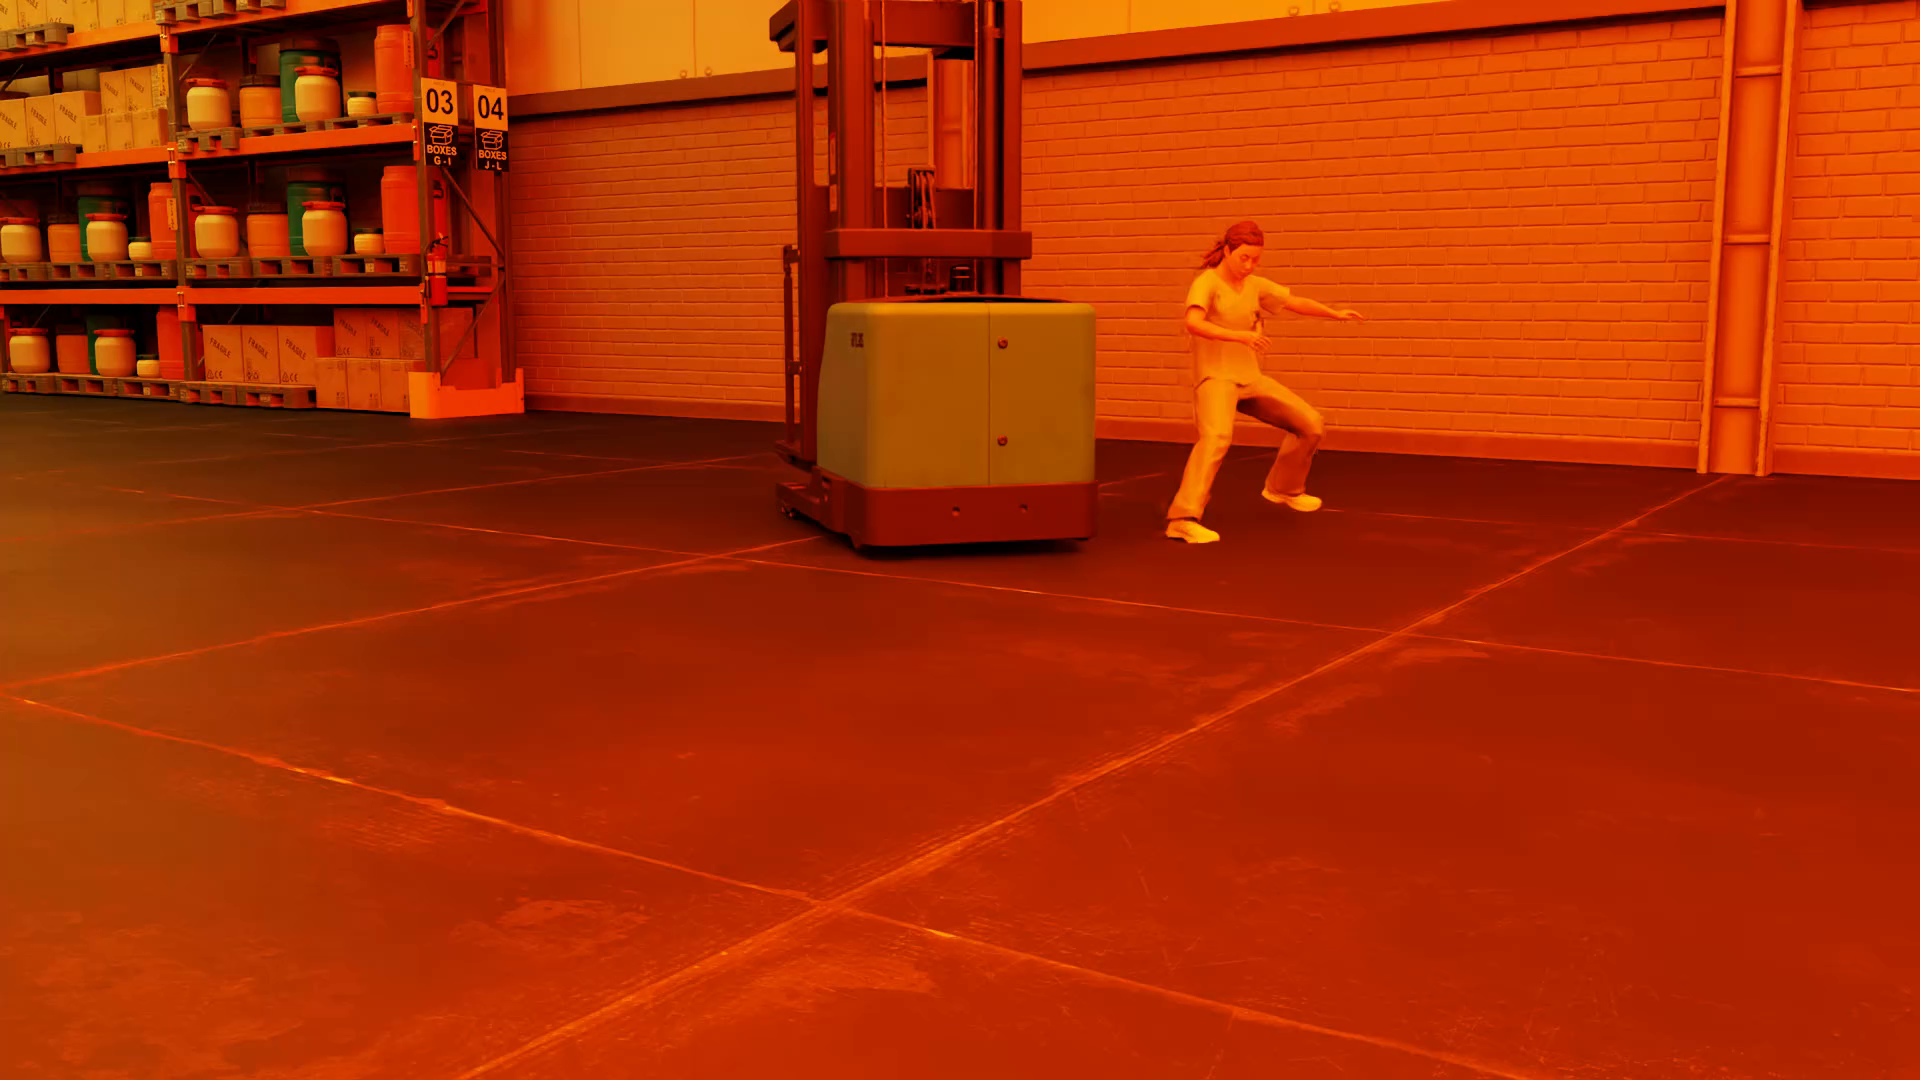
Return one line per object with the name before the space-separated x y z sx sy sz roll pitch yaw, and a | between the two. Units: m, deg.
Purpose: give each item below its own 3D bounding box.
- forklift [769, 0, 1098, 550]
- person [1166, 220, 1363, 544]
forklift | -0.319 -1.575 8.269 1.130 2.935 3.031 -2 8 -17
person | 1.417 -0.781 7.916 1.218 1.463 0.688 -5 10 -32
